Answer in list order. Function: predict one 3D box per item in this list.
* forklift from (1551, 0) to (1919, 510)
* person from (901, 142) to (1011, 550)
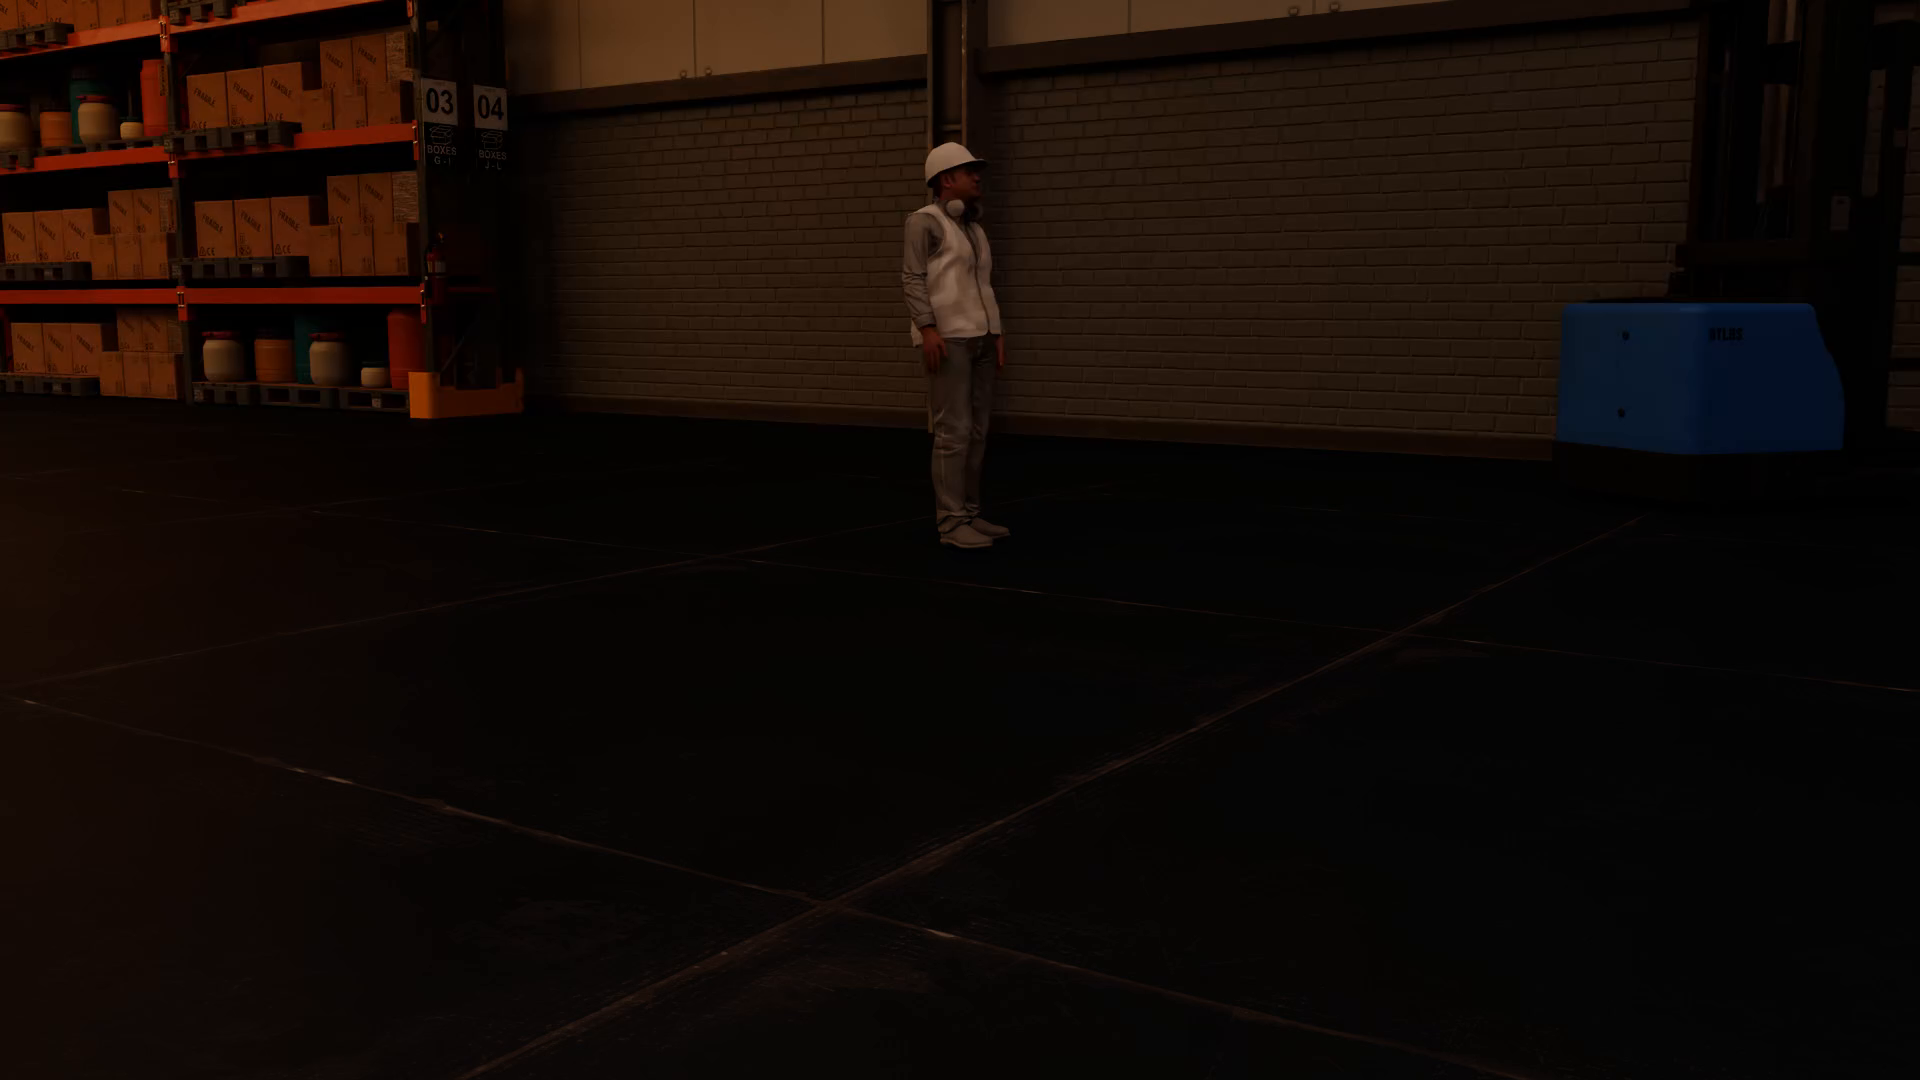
[{"bbox_3d":[4.881,-1.706,9.191,3.031,2.935,1.130,-3,9,-20],"label":"forklift"},{"bbox_3d":[0.048,-0.880,7.437,0.566,1.775,0.633,5,10,34],"label":"person"}]
